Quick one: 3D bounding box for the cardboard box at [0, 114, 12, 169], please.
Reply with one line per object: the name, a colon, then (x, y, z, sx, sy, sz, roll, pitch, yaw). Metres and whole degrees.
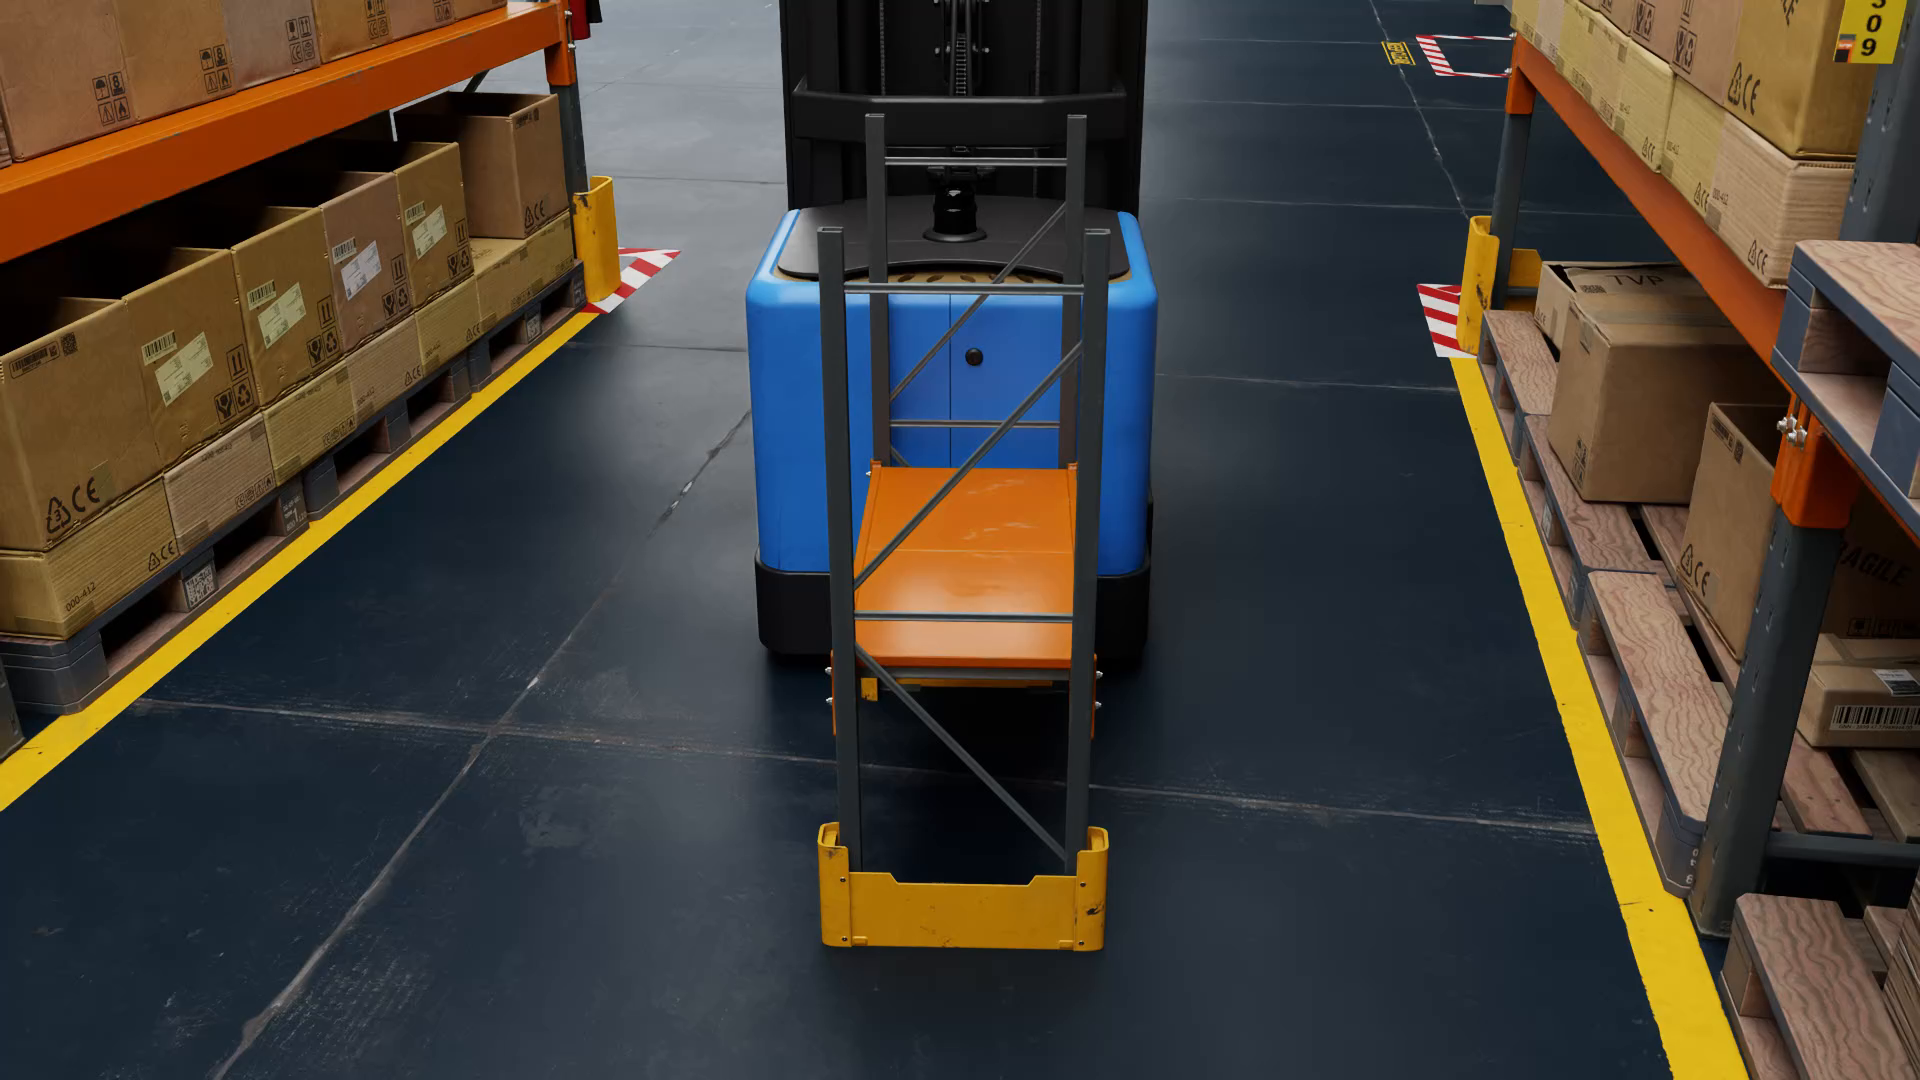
cardboard box: (-2.774, -1.090, 3.923, 0.700, 0.500, 0.500, 3, 25, 7)

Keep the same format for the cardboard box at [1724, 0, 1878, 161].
cardboard box: (1.819, -1.017, 3.154, 0.500, 0.500, 0.500, 4, 25, 8)

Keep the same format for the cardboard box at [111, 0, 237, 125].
cardboard box: (-2.609, -1.521, 4.843, 0.700, 0.500, 0.500, 4, 25, 9)

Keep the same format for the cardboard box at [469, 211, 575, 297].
cardboard box: (-1.983, -1.232, 7.092, 0.500, 0.250, 0.500, 4, 25, 9)

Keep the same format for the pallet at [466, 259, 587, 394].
pallet: (-2.271, -0.946, 7.023, 1.003, 0.211, 1.213, 4, 25, 9)

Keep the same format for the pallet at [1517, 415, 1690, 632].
pallet: (2.319, -0.049, 5.107, 1.003, 0.211, 1.213, 4, 25, 9)

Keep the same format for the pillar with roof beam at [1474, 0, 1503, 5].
pillar with roof beam: (1.154, -9.872, 15.725, 9.100, 9.000, 0.400, 4, 25, 9)

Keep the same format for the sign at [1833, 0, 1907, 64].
sign: (1.511, -0.944, 2.707, 0.100, 0.325, 0.005, 4, 25, 9)

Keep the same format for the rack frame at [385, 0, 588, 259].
rack frame: (-2.187, -2.532, 7.121, 1.000, 3.000, 0.127, 4, 25, 9)

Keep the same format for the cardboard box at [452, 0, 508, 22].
cardboard box: (-2.276, -2.383, 6.685, 0.700, 0.500, 0.500, 4, 25, 9)

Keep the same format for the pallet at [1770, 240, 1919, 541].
pallet: (1.779, -0.121, 2.196, 1.003, 0.211, 1.213, 4, 25, 9)

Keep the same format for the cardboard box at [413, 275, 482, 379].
cardboard box: (-2.133, -0.813, 6.196, 0.500, 0.250, 0.500, 4, 25, 9)

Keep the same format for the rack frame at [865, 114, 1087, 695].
rack frame: (0.036, -0.281, 4.082, 0.500, 1.500, 0.032, 1, 25, 2)

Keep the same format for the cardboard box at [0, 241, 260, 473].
cardboard box: (-2.382, -0.525, 4.698, 0.500, 0.500, 0.500, 4, 25, 9)

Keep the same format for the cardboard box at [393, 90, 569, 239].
cardboard box: (-1.981, -1.572, 6.933, 0.500, 0.500, 0.500, 4, 25, 9)

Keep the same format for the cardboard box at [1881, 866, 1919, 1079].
cardboard box: (1.943, 0.725, 2.593, 0.700, 0.500, 0.500, 5, 26, 10)

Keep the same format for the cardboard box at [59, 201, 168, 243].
cardboard box: (-2.809, -0.770, 5.221, 0.500, 0.500, 0.500, 4, 25, 9)

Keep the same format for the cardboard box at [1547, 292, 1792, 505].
cardboard box: (2.237, -0.432, 5.065, 0.700, 0.500, 0.500, 2, 25, 5)

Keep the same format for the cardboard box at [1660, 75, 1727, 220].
cardboard box: (1.915, -0.885, 3.757, 0.500, 0.250, 0.500, 4, 25, 9)

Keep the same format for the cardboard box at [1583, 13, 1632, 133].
cardboard box: (2.063, -1.307, 4.658, 0.500, 0.250, 0.500, 4, 25, 9)

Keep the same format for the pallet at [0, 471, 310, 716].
pallet: (-2.669, 0.074, 4.842, 1.003, 0.211, 1.213, 4, 25, 9)

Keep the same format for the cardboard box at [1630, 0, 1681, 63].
cardboard box: (1.988, -1.436, 4.049, 0.500, 0.500, 0.500, 3, 25, 7)

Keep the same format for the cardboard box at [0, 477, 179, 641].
cardboard box: (-2.466, 0.023, 4.410, 0.500, 0.250, 0.500, 4, 25, 9)

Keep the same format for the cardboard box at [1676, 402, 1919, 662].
cardboard box: (2.177, -0.021, 4.187, 0.500, 0.500, 0.500, 2, 25, 5)

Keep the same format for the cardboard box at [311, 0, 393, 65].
cardboard box: (-2.444, -1.956, 5.772, 0.700, 0.500, 0.500, 4, 25, 9)

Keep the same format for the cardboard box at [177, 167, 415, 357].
cardboard box: (-2.213, -0.943, 5.590, 0.500, 0.500, 0.500, 4, 25, 9)

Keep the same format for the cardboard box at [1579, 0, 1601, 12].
cardboard box: (2.145, -1.871, 4.977, 0.500, 0.500, 0.500, 3, 25, 7)

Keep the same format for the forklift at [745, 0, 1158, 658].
forklift: (0.017, -1.594, 5.198, 1.130, 2.935, 3.031, 1, 25, 1)

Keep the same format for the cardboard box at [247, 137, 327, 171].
cardboard box: (-2.643, -1.188, 6.114, 0.500, 0.500, 0.500, 4, 25, 9)

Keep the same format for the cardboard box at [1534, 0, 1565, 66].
cardboard box: (2.237, -1.731, 5.563, 0.500, 0.250, 0.500, 3, 25, 7)

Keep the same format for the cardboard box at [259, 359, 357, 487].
cardboard box: (-2.292, -0.394, 5.302, 0.500, 0.250, 0.500, 4, 25, 9)

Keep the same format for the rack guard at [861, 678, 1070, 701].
rack guard: (0.036, 0.293, 4.329, 0.587, 0.250, 0.087, 1, 25, 2)

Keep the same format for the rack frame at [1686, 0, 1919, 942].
rack frame: (2.047, -0.517, 2.817, 1.000, 3.000, 0.127, 4, 25, 9)

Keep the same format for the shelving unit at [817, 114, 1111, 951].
shelving unit: (0.021, -0.062, 3.613, 0.587, 1.500, 1.083, 1, 25, 2)

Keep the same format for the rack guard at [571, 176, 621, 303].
rack guard: (-2.183, -1.410, 7.672, 1.175, 0.500, 0.348, 4, 25, 9)

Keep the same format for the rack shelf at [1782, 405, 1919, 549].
rack shelf: (1.720, 0.645, 1.182, 1.077, 0.370, 4.000, 4, 25, 9)
